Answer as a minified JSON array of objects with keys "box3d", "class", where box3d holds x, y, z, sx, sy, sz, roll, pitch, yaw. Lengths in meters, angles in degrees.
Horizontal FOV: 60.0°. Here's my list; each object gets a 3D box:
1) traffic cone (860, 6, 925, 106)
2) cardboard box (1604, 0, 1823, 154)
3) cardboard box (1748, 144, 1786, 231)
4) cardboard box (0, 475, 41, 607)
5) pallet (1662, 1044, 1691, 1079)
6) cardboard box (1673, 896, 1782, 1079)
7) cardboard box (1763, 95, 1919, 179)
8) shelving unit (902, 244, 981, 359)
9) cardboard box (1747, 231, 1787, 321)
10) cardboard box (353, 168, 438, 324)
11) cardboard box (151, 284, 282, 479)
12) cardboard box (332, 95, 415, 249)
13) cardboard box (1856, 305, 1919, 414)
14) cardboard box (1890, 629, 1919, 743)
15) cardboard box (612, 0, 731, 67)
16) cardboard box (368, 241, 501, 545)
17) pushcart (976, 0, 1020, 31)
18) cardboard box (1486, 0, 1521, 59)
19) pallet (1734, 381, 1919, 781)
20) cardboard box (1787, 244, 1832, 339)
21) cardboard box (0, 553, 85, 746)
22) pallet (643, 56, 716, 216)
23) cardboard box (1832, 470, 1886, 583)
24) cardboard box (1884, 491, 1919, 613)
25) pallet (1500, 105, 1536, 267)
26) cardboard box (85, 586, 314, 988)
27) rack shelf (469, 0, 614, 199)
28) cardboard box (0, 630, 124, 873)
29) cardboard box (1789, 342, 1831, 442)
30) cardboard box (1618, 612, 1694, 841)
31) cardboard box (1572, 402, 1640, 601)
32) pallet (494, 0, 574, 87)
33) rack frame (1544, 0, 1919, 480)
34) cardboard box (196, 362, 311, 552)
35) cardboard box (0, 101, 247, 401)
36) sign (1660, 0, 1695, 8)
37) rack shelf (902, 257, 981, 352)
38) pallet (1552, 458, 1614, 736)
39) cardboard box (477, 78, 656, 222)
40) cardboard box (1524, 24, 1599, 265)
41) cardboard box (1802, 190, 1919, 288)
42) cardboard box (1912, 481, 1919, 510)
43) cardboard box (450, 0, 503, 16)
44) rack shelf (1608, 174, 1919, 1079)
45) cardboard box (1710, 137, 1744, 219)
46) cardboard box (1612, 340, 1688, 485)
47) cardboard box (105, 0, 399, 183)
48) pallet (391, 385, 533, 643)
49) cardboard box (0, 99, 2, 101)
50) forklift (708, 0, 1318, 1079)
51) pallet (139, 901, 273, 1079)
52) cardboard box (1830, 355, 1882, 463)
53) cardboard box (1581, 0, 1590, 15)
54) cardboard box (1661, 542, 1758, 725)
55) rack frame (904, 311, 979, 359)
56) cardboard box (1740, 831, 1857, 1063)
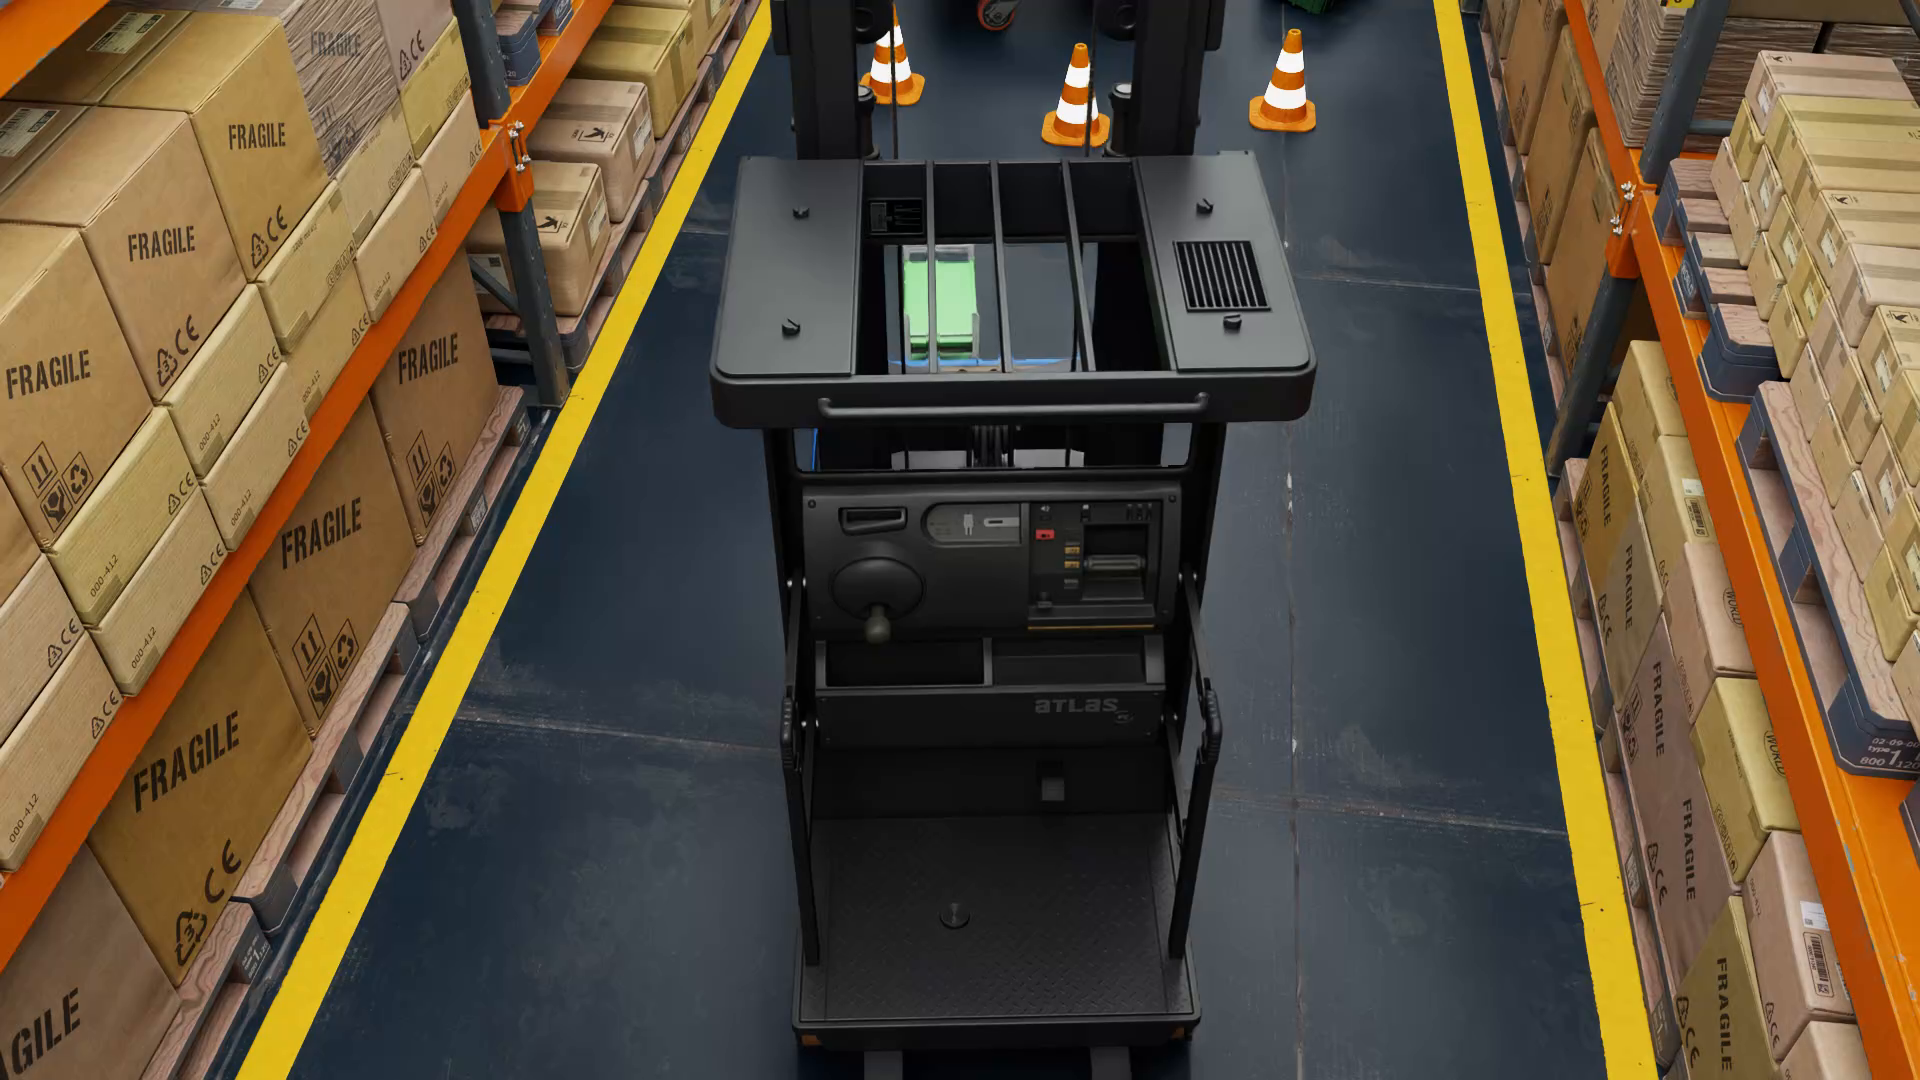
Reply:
[{"box3d":[-0.364,-2.541,8.597,0.336,0.463,0.334,5,44,6],"class":"traffic cone"},{"box3d":[2.597,-1.695,5.785,0.500,0.500,0.500,5,44,6],"class":"cardboard box"},{"box3d":[2.507,-1.000,4.785,0.380,0.149,0.250,7,44,8],"class":"cardboard box"},{"box3d":[-2.262,-0.004,3.273,0.500,0.500,0.500,5,44,5],"class":"cardboard box"},{"box3d":[2.376,1.881,4.110,1.003,0.211,1.213,5,44,6],"class":"pallet"},{"box3d":[2.191,1.277,4.232,0.500,0.500,0.500,4,44,5],"class":"cardboard box"},{"box3d":[2.517,-1.123,4.699,0.380,0.149,0.250,4,44,4],"class":"cardboard box"},{"box3d":[-0.067,-0.450,5.852,0.258,1.200,0.503,-1,43,-1],"class":"shelving unit"},{"box3d":[2.473,-0.735,4.722,0.380,0.149,0.250,7,44,8],"class":"cardboard box"},{"box3d":[-1.978,-0.936,5.166,0.500,0.250,0.500,6,44,6],"class":"cardboard box"},{"box3d":[-2.109,-0.427,4.265,0.500,0.250,0.500,4,44,4],"class":"cardboard box"},{"box3d":[-1.993,-1.132,5.009,0.500,0.250,0.500,4,44,4],"class":"cardboard box"},{"box3d":[2.378,-0.411,3.947,0.380,0.149,0.250,6,44,7],"class":"cardboard box"},{"box3d":[2.264,0.342,3.585,0.380,0.149,0.250,4,44,4],"class":"cardboard box"},{"box3d":[-1.746,-2.784,8.615,0.950,0.372,0.625,8,44,8],"class":"cardboard box"},{"box3d":[-2.290,-0.626,5.969,0.875,0.875,0.875,5,44,5],"class":"cardboard box"},{"box3d":[0.679,-3.309,9.470,1.648,0.377,0.936,-9,44,-9],"class":"pushcart"},{"box3d":[3.339,-2.957,8.522,1.050,0.750,0.750,5,44,5],"class":"cardboard box"},{"box3d":[2.582,0.096,4.107,1.003,0.211,1.213,5,44,6],"class":"pallet"},{"box3d":[2.442,-0.646,4.411,0.380,0.149,0.250,5,44,6],"class":"cardboard box"},{"box3d":[-2.267,0.259,3.540,0.500,0.250,0.500,6,44,6],"class":"cardboard box"},{"box3d":[-1.848,-2.057,8.269,1.003,0.211,1.213,5,44,6],"class":"pallet"},{"box3d":[2.335,-0.021,3.967,0.380,0.149,0.250,4,44,4],"class":"cardboard box"},{"box3d":[2.302,0.042,3.685,0.380,0.149,0.250,5,44,6],"class":"cardboard box"},{"box3d":[3.146,-1.674,7.864,1.003,0.211,1.213,5,44,6],"class":"pallet"},{"box3d":[-2.531,0.591,4.684,0.875,0.875,0.875,6,44,7],"class":"cardboard box"},{"box3d":[-1.852,-2.810,7.559,1.077,0.370,4.000,5,44,6],"class":"rack shelf"},{"box3d":[-2.259,0.444,3.709,0.500,0.250,0.500,4,44,4],"class":"cardboard box"},{"box3d":[2.406,-0.369,4.335,0.380,0.149,0.250,7,44,7],"class":"cardboard box"},{"box3d":[2.331,0.580,4.968,0.500,0.500,0.500,4,44,4],"class":"cardboard box"},{"box3d":[2.457,-0.113,5.700,0.500,0.500,0.500,4,44,4],"class":"cardboard box"},{"box3d":[-2.128,-2.134,6.461,1.213,0.211,1.003,5,44,6],"class":"pallet"},{"box3d":[2.803,-1.327,5.470,1.000,3.000,0.127,5,44,6],"class":"rack frame"},{"box3d":[-2.100,-0.244,4.435,0.500,0.250,0.500,5,44,5],"class":"cardboard box"},{"box3d":[-2.132,-0.699,4.006,0.500,0.500,0.500,5,44,5],"class":"cardboard box"},{"box3d":[2.253,-1.796,5.123,0.100,0.325,0.005,5,44,6],"class":"sign"},{"box3d":[-0.067,-0.752,5.566,0.258,0.148,0.480,-1,43,-1],"class":"rack shelf"},{"box3d":[2.699,0.218,5.866,1.003,0.211,1.213,5,44,6],"class":"pallet"},{"box3d":[-1.942,-1.794,7.569,0.950,0.372,0.625,4,44,5],"class":"cardboard box"},{"box3d":[3.085,-1.665,7.158,1.050,0.750,0.750,6,44,6],"class":"cardboard box"},{"box3d":[2.445,-0.776,4.333,0.380,0.149,0.250,4,44,4],"class":"cardboard box"},{"box3d":[2.307,-0.058,3.574,0.380,0.149,0.250,3,44,4],"class":"cardboard box"},{"box3d":[-1.889,-1.974,6.030,0.380,0.149,0.250,3,44,3],"class":"cardboard box"},{"box3d":[2.539,0.297,4.278,1.077,0.370,4.000,5,44,6],"class":"rack shelf"},{"box3d":[2.544,-1.102,5.109,0.380,0.149,0.250,5,44,5],"class":"cardboard box"},{"box3d":[2.472,-0.396,5.454,0.500,0.250,0.500,3,44,4],"class":"cardboard box"},{"box3d":[-1.985,-1.381,4.727,0.500,0.500,0.500,6,44,6],"class":"cardboard box"},{"box3d":[-2.295,-0.165,6.271,1.003,0.211,1.213,5,44,6],"class":"pallet"},{"box3d":[-2.564,-1.103,4.434,0.500,0.500,0.500,6,44,7],"class":"cardboard box"},{"box3d":[0.087,0.144,3.966,1.130,2.935,3.031,-1,43,-1],"class":"forklift"},{"box3d":[-2.618,1.498,4.514,1.003,0.211,1.213,5,44,6],"class":"pallet"},{"box3d":[2.372,-0.307,4.054,0.380,0.149,0.250,5,44,5],"class":"cardboard box"},{"box3d":[2.730,-2.375,6.504,0.500,0.500,0.500,5,44,5],"class":"cardboard box"},{"box3d":[2.327,0.286,4.734,0.500,0.250,0.500,6,44,6],"class":"cardboard box"},{"box3d":[-0.060,-0.282,5.675,0.240,1.200,0.015,-1,43,-1],"class":"rack frame"},{"box3d":[2.204,1.002,3.977,0.500,0.250,0.500,7,44,7],"class":"cardboard box"}]
